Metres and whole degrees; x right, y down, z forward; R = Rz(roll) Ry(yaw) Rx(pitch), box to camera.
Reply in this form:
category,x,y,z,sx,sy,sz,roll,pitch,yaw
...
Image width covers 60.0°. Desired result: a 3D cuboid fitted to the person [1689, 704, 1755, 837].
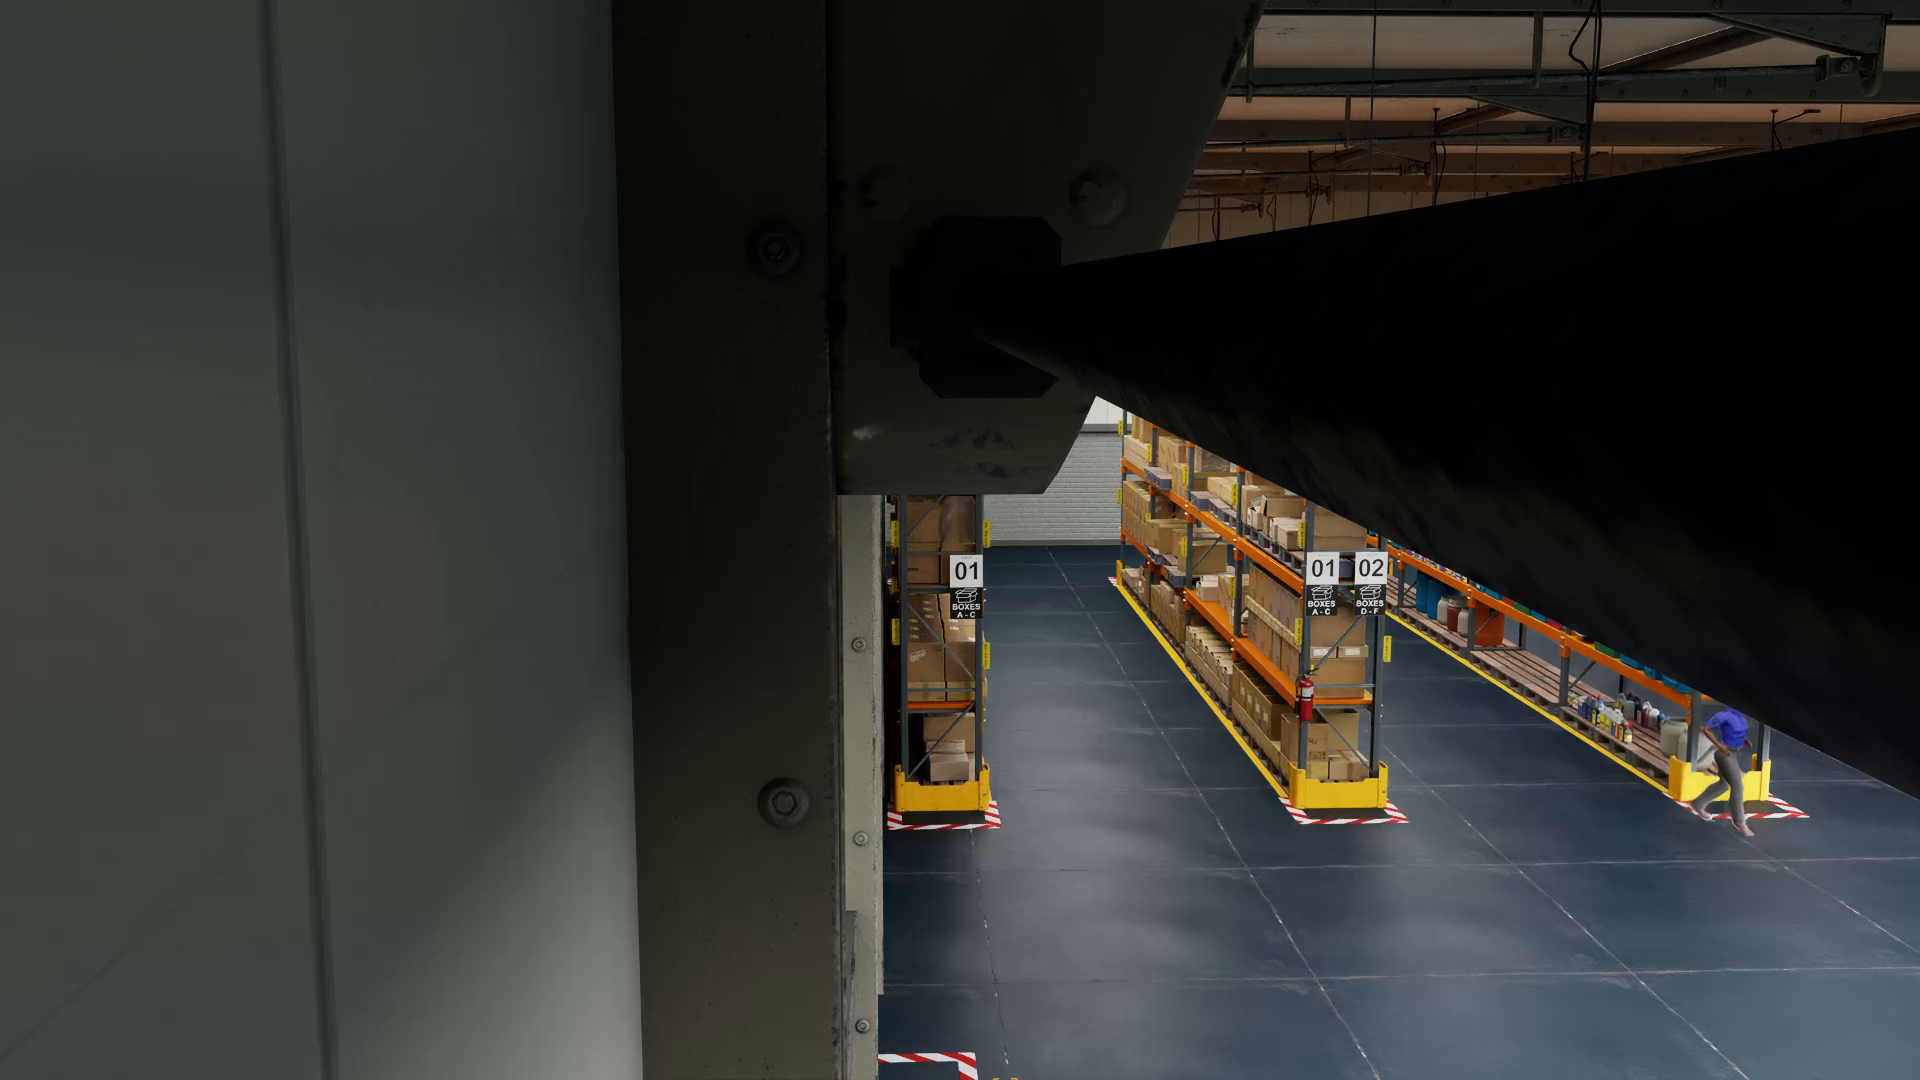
category,x,y,z,sx,sy,sz,roll,pitch,yaw
person,9.148,2.618,19.799,0.616,1.708,0.804,-7,11,-40
